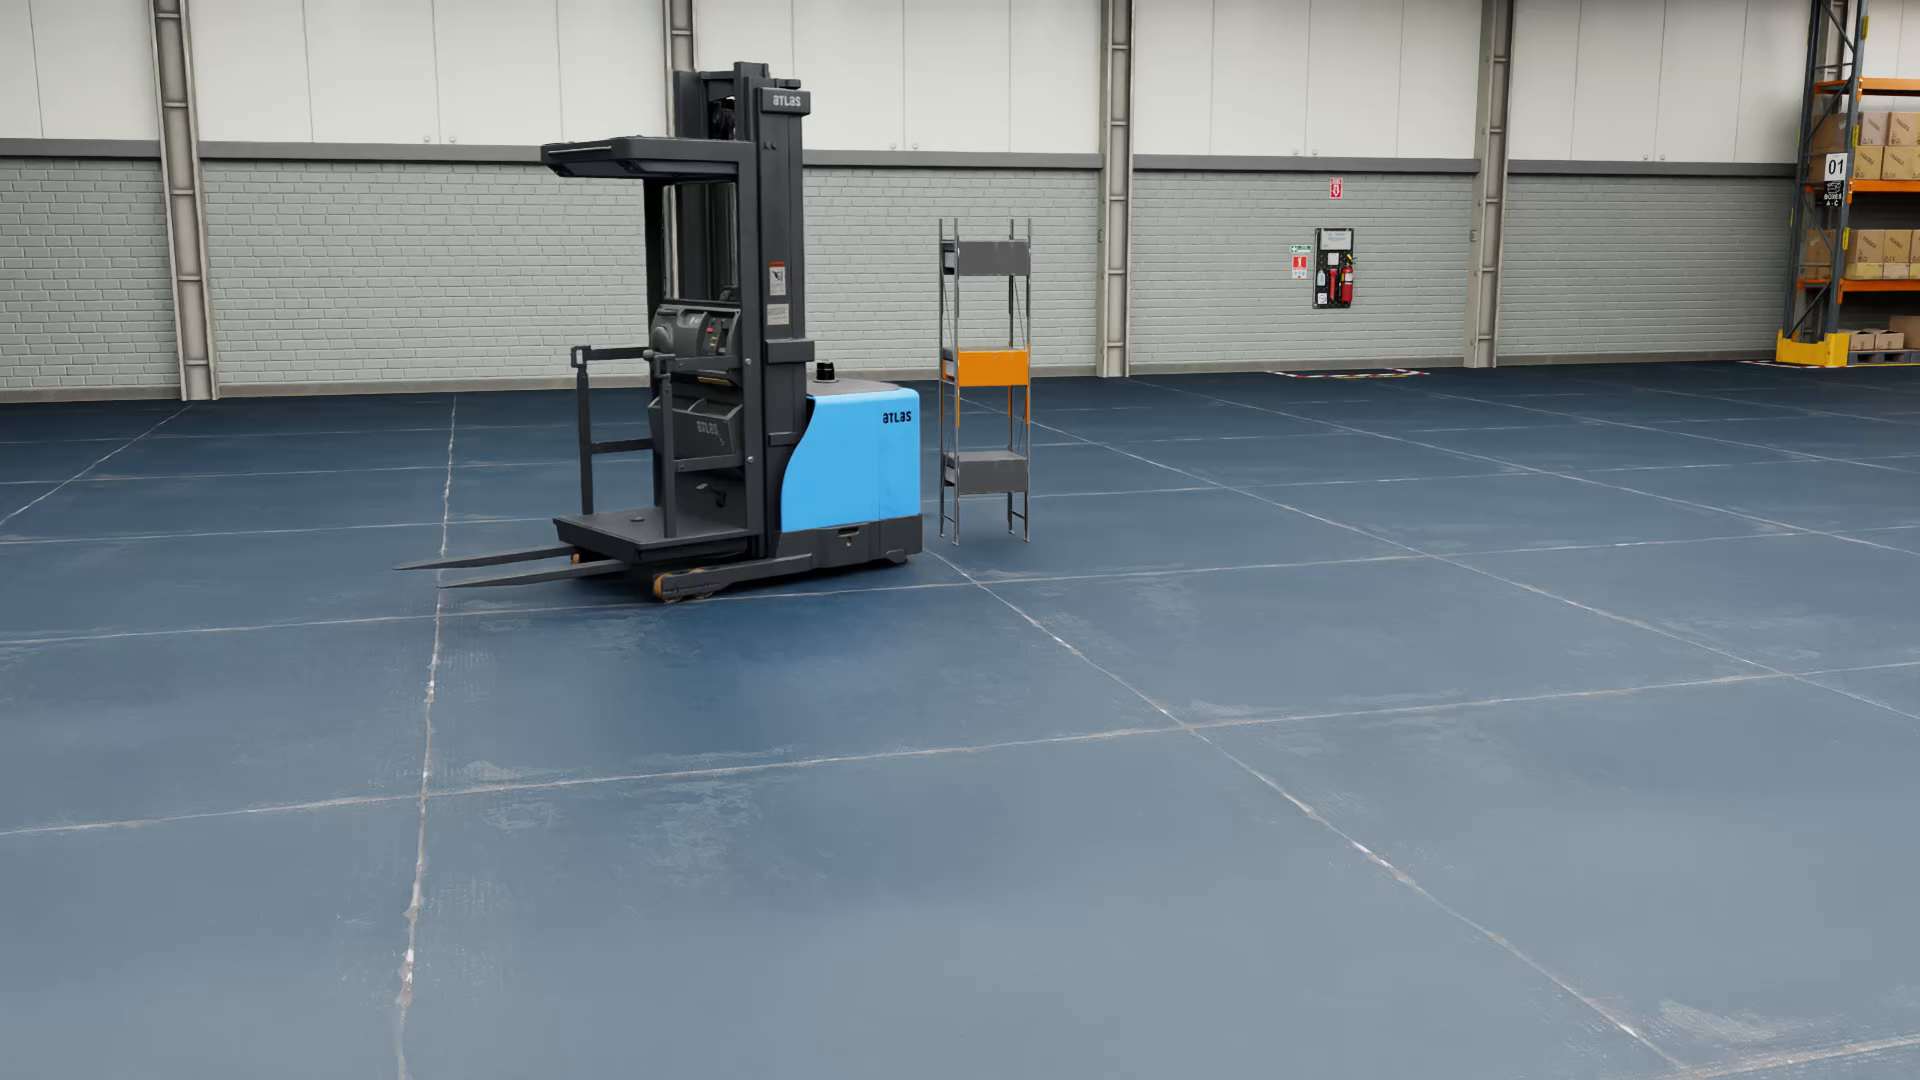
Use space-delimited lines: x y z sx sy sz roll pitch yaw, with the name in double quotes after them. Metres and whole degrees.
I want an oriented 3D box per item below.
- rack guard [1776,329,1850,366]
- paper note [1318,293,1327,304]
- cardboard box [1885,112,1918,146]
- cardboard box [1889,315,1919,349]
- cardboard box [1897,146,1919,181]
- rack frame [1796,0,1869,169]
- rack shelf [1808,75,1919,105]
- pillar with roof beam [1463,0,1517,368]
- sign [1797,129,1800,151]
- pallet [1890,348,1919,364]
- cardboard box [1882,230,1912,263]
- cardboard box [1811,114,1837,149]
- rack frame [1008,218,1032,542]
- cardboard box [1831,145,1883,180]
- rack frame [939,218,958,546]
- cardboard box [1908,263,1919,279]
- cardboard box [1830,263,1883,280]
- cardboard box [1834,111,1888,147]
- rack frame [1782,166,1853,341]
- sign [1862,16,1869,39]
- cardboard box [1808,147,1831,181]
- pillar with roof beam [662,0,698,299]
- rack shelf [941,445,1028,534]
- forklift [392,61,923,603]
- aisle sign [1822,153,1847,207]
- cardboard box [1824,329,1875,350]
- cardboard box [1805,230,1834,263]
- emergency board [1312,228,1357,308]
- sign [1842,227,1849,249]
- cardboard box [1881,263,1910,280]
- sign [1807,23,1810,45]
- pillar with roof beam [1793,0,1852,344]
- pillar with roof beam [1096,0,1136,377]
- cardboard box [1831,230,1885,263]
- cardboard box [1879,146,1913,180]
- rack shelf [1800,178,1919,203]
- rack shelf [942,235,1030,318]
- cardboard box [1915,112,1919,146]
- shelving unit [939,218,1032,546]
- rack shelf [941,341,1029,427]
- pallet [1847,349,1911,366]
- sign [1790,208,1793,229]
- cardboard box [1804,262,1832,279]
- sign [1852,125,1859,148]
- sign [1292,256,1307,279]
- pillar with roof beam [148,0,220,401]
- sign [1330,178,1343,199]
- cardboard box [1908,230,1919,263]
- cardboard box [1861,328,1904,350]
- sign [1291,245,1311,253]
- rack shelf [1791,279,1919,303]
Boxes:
13.341 -3.014 26.040 0.348 0.500 1.175 -3 11 -16 "rack guard"
5.365 -3.573 24.605 0.142 0.148 0.016 -3 11 -16 "paper note"
14.201 -6.260 25.386 0.500 0.500 0.500 -3 11 -17 "cardboard box"
15.223 -3.304 26.395 0.500 0.500 0.700 -4 11 -20 "cardboard box"
14.682 -5.796 25.626 0.500 0.500 0.500 -2 11 -13 "cardboard box"
13.268 -7.190 25.249 0.127 3.000 1.000 -3 11 -16 "rack frame"
15.188 -6.936 25.865 4.000 0.370 1.077 -3 11 -16 "rack shelf"
9.141 -6.324 20.544 0.400 9.000 9.100 -3 11 -16 "pillar with roof beam"
13.132 -6.248 25.970 0.005 0.325 0.100 -3 11 -16 "sign"
15.300 -2.968 26.588 1.213 0.211 1.003 -3 11 -16 "pallet"
14.287 -4.540 25.710 0.500 0.500 0.500 -3 11 -16 "cardboard box"
13.609 -6.333 25.785 0.500 0.500 0.500 -3 11 -13 "cardboard box"
0.393 -1.053 10.969 0.015 2.100 0.400 -3 11 -16 "rack frame"
13.659 -5.748 25.366 0.500 0.500 0.500 -3 11 -14 "cardboard box"
-0.075 -1.029 10.835 0.015 2.100 0.400 -3 11 -16 "rack frame"
14.810 -4.199 25.929 0.500 0.250 0.500 -3 11 -17 "cardboard box"
13.825 -4.145 25.639 0.500 0.250 0.500 -3 11 -18 "cardboard box"
13.706 -6.243 25.296 0.500 0.500 0.500 -4 11 -20 "cardboard box"
13.268 -4.240 25.792 0.127 3.000 1.000 -3 11 -16 "rack frame"
13.419 -7.594 24.645 0.005 0.325 0.100 -3 11 -16 "sign"
13.598 -5.839 25.864 0.500 0.500 0.500 -2 11 -12 "cardboard box"
-2.381 -5.717 17.246 0.400 9.000 9.100 -3 11 -16 "pillar with roof beam"
0.159 -0.339 11.031 0.480 0.518 0.431 -3 11 -16 "rack shelf"
-1.695 -1.200 9.472 3.031 2.935 1.130 -8 13 -38 "forklift"
13.283 -5.463 25.254 0.004 0.787 0.394 -3 11 -16 "aisle sign"
13.957 -3.153 26.101 0.500 0.311 0.500 -4 11 -22 "cardboard box"
13.661 -4.606 26.067 0.500 0.500 0.500 -3 11 -17 "cardboard box"
5.554 -4.004 24.509 0.643 1.169 0.194 -3 11 -16 "emergency board"
13.420 -4.571 25.202 0.005 0.325 0.100 -3 11 -16 "sign"
14.320 -4.174 25.795 0.500 0.250 0.500 -3 11 -18 "cardboard box"
13.132 -7.825 25.680 0.005 0.325 0.100 -3 11 -16 "sign"
14.901 -6.628 22.193 0.400 9.000 9.100 -3 11 -16 "pillar with roof beam"
3.380 -6.020 18.895 0.400 9.000 9.100 -3 11 -16 "pillar with roof beam"
13.810 -4.517 25.584 0.500 0.500 0.500 -3 11 -16 "cardboard box"
14.184 -5.769 25.480 0.500 0.500 0.500 -2 11 -12 "cardboard box"
15.188 -5.462 26.136 4.000 0.370 1.077 -3 11 -16 "rack shelf"
0.159 -1.716 10.778 0.480 0.518 0.431 -3 11 -16 "rack shelf"
14.690 -6.288 25.538 0.500 0.500 0.500 -3 11 -14 "cardboard box"
0.159 -1.041 10.902 0.503 2.100 0.431 -3 11 -16 "shelving unit"
0.159 -1.028 10.904 0.480 0.518 0.431 -3 11 -16 "rack shelf"
14.131 -2.907 26.256 1.213 0.211 1.003 -3 11 -16 "pallet"
13.132 -5.062 26.189 0.005 0.325 0.100 -3 11 -16 "sign"
13.662 -4.233 26.116 0.500 0.250 0.500 -3 11 -15 "cardboard box"
13.420 -6.051 24.929 0.005 0.325 0.100 -3 11 -16 "sign"
4.994 -4.011 24.451 0.234 0.329 0.001 -3 11 -16 "sign"
-8.142 -5.413 15.596 0.400 9.000 9.100 -3 11 -16 "pillar with roof beam"
5.518 -5.161 24.391 0.199 0.298 0.001 -3 11 -16 "sign"
14.785 -4.565 25.846 0.500 0.500 0.500 -3 11 -18 "cardboard box"
14.505 -3.182 26.258 0.500 0.311 0.500 -2 11 -11 "cardboard box"
5.001 -4.270 24.396 0.331 0.109 0.001 -3 11 -16 "sign"
15.188 -3.987 26.407 4.000 0.370 1.077 -3 11 -16 "rack shelf"
